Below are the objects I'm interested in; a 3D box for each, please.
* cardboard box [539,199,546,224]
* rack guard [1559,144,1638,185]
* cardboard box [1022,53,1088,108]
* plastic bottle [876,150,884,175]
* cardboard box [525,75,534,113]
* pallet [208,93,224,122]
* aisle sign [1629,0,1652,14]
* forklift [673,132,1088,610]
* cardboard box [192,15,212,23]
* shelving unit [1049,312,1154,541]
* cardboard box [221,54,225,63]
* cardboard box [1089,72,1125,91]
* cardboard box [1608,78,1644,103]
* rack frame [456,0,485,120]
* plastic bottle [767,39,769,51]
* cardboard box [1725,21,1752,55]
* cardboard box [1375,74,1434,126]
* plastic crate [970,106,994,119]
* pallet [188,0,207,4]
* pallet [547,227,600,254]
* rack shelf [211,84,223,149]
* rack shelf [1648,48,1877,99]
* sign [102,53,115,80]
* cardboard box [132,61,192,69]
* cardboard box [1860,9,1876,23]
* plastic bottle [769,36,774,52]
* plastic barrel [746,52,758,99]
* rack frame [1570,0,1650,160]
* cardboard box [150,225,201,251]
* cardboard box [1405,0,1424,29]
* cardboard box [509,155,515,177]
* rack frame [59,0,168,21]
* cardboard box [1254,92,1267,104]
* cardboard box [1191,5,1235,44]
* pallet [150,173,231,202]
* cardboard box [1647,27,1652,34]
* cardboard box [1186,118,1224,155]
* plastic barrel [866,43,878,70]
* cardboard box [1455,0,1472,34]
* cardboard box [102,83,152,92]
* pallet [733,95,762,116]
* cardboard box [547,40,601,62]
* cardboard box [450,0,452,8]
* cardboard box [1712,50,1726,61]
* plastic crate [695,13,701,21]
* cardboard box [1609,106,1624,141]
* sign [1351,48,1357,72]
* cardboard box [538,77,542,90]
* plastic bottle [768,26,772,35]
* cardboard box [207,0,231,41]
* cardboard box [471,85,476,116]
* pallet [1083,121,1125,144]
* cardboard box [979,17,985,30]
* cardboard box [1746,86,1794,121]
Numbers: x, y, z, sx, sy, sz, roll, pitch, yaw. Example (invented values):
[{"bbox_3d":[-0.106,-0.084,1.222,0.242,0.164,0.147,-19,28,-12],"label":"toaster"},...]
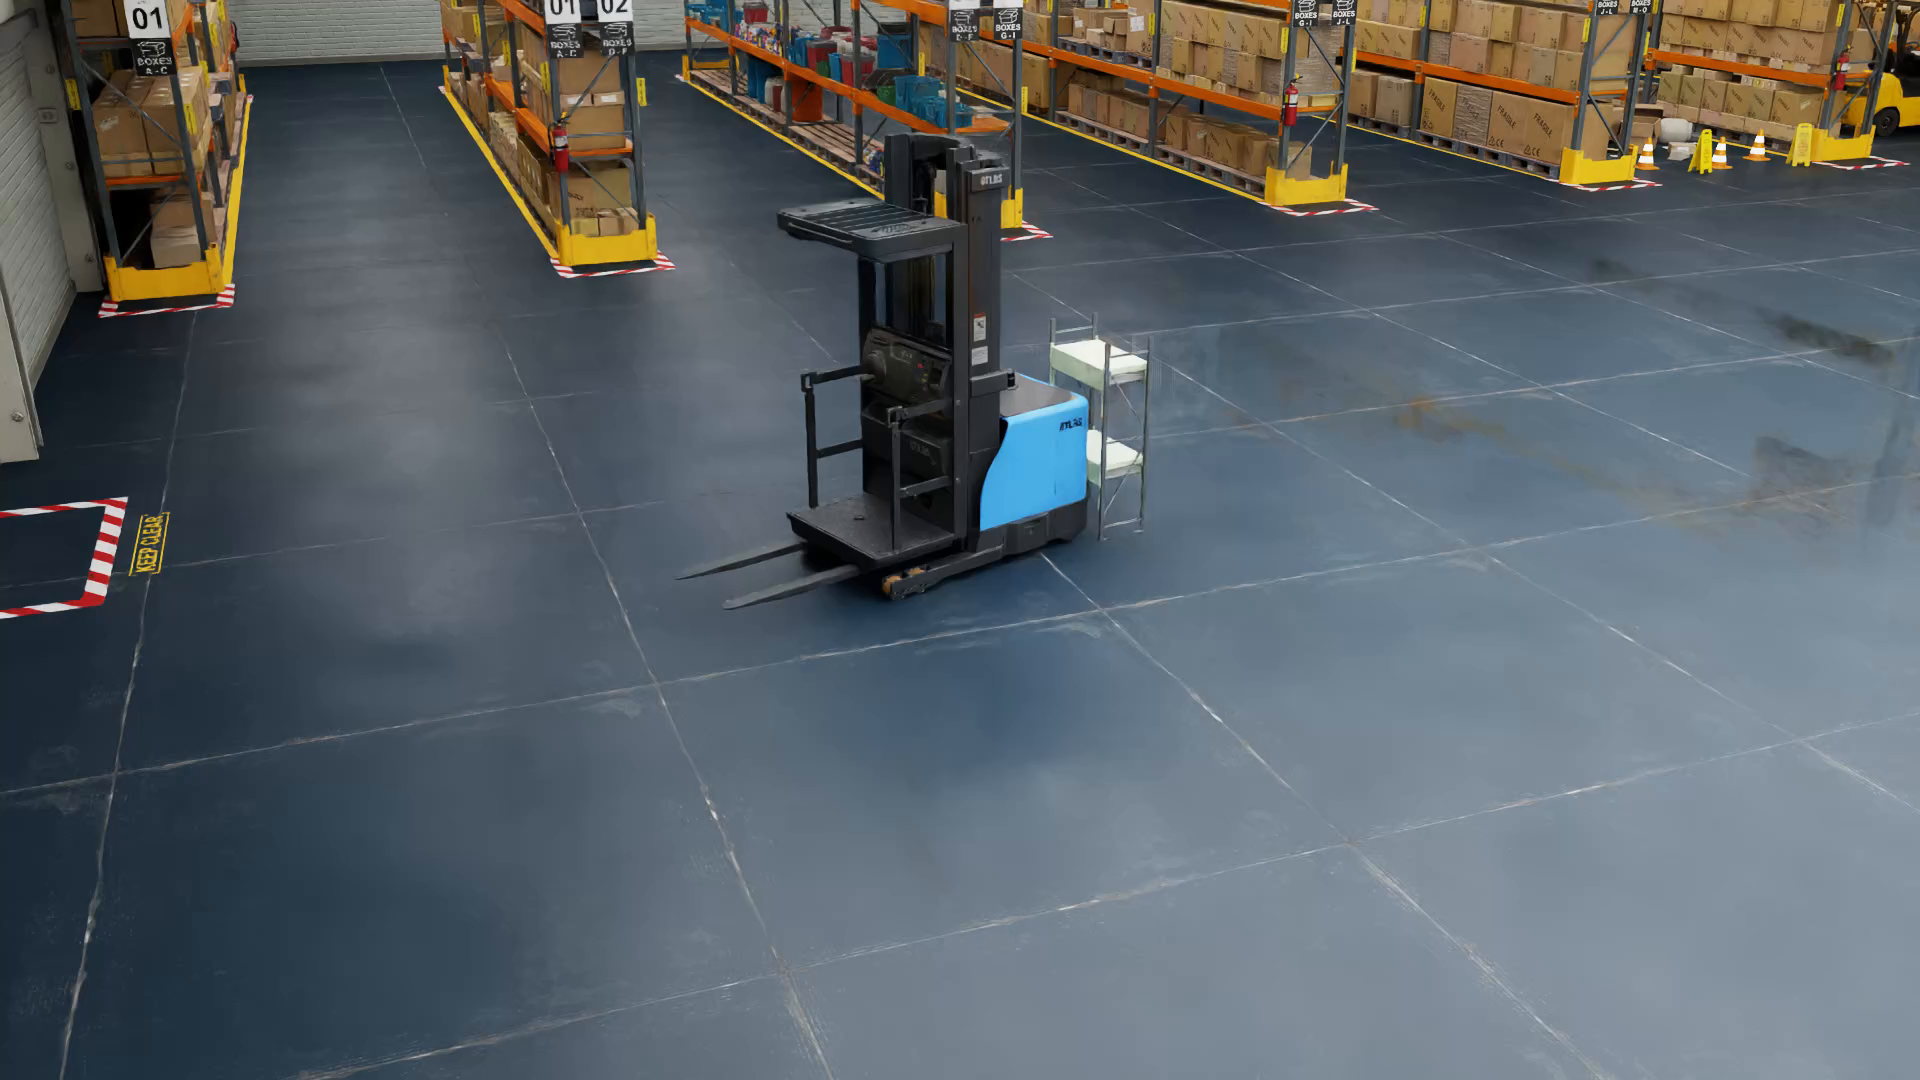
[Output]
[{"bbox_3d":[-5.157,-4.277,21.534,0.500,0.250,0.500,-8,24,-19],"label":"cardboard box"},{"bbox_3d":[9.628,-5.675,25.072,1.175,0.500,0.348,-8,24,-19],"label":"rack guard"},{"bbox_3d":[1.893,-8.567,30.909,1.225,0.875,0.875,-10,25,-21],"label":"cardboard box"},{"bbox_3d":[-1.140,-5.529,24.351,0.144,0.351,0.185,-9,25,-21],"label":"plastic bottle"},{"bbox_3d":[-5.576,-6.174,22.906,0.700,0.500,0.500,-9,24,-20],"label":"cardboard box"},{"bbox_3d":[-10.505,-5.816,22.434,1.003,0.211,1.213,-8,24,-19],"label":"pallet"},{"bbox_3d":[9.925,-8.049,24.139,0.394,0.787,0.004,-8,24,-19],"label":"aisle sign"},{"bbox_3d":[-0.530,-1.170,11.253,3.031,2.935,1.130,-17,28,-35],"label":"forklift"},{"bbox_3d":[-11.894,-7.994,25.851,0.500,0.250,0.500,-9,24,-20],"label":"cardboard box"},{"bbox_3d":[1.021,-0.846,12.326,0.431,1.500,0.755,-12,26,-26],"label":"shelving unit"},{"bbox_3d":[-12.504,-8.046,27.776,0.380,0.149,0.250,-8,24,-19],"label":"cardboard box"},{"bbox_3d":[2.579,-8.065,29.209,0.500,0.250,0.500,-6,23,-13],"label":"cardboard box"},{"bbox_3d":[12.357,-8.439,31.253,0.950,0.372,0.625,-7,24,-16],"label":"cardboard box"},{"bbox_3d":[-8.565,-9.195,30.203,1.000,3.000,0.127,-8,24,-19],"label":"rack frame"},{"bbox_3d":[-3.370,-8.757,29.420,0.097,0.201,0.097,0,23,0],"label":"plastic bottle"},{"bbox_3d":[13.258,-8.446,27.915,0.500,0.500,0.500,-8,24,-18],"label":"cardboard box"},{"bbox_3d":[7.903,-7.660,28.917,1.050,0.750,0.750,-8,24,-19],"label":"cardboard box"},{"bbox_3d":[0.295,-5.760,22.395,0.298,0.136,0.250,-8,24,-19],"label":"plastic crate"},{"bbox_3d":[-10.490,-7.141,21.711,1.213,0.211,1.003,-8,24,-19],"label":"pallet"},{"bbox_3d":[-4.635,-3.822,21.045,1.003,0.211,1.213,-8,24,-19],"label":"pallet"},{"bbox_3d":[-11.078,-6.002,23.554,1.077,0.370,4.000,-8,24,-19],"label":"rack shelf"},{"bbox_3d":[13.508,-7.947,28.170,1.077,0.370,4.000,-8,24,-19],"label":"rack shelf"},{"bbox_3d":[-10.889,-6.063,21.282,0.100,0.325,0.005,-8,24,-19],"label":"sign"},{"bbox_3d":[-10.519,-6.045,22.036,0.700,0.500,0.500,-8,24,-19],"label":"cardboard box"},{"bbox_3d":[17.031,-9.992,31.645,0.500,0.250,0.500,-9,24,-20],"label":"cardboard box"},{"bbox_3d":[-3.301,-8.718,29.239,0.097,0.271,0.097,0,23,0],"label":"plastic bottle"},{"bbox_3d":[-3.753,-8.899,31.664,0.600,0.901,0.708,-8,24,-19],"label":"plastic barrel"},{"bbox_3d":[9.619,-6.836,24.607,1.000,3.000,0.127,-8,24,-19],"label":"rack frame"},{"bbox_3d":[-9.320,-3.588,19.796,0.500,0.311,0.500,-6,24,-15],"label":"cardboard box"},{"bbox_3d":[8.025,-8.976,28.268,0.700,0.500,0.500,-9,24,-20],"label":"cardboard box"},{"bbox_3d":[-6.333,-5.509,24.459,0.500,0.250,0.500,-9,24,-20],"label":"cardboard box"},{"bbox_3d":[-8.958,-6.918,17.077,1.000,3.000,0.127,-8,24,-19],"label":"rack frame"},{"bbox_3d":[4.425,-6.326,23.721,0.380,0.149,0.250,-8,24,-19],"label":"cardboard box"},{"bbox_3d":[3.806,-7.728,24.924,0.500,0.500,0.500,-8,24,-19],"label":"cardboard box"},{"bbox_3d":[-11.083,-5.049,23.956,1.003,0.211,1.213,-8,24,-19],"label":"pallet"},{"bbox_3d":[12.361,-9.232,30.075,0.380,0.149,0.250,-8,24,-18],"label":"cardboard box"},{"bbox_3d":[3.844,-6.329,26.083,0.500,0.500,0.500,-1,23,-2],"label":"cardboard box"},{"bbox_3d":[-1.236,-7.406,25.785,0.433,0.535,0.433,0,23,0],"label":"plastic barrel"},{"bbox_3d":[8.608,-8.534,27.051,0.875,0.550,0.550,-8,24,-19],"label":"cardboard box"},{"bbox_3d":[-9.857,-5.136,19.775,0.500,0.500,0.500,-8,24,-18],"label":"cardboard box"},{"bbox_3d":[-3.696,-8.302,31.675,1.003,0.211,1.213,-8,24,-19],"label":"pallet"},{"bbox_3d":[-4.688,-5.859,20.491,0.700,0.500,0.500,-9,24,-20],"label":"cardboard box"},{"bbox_3d":[-9.169,-10.035,30.782,0.500,0.500,0.500,-9,24,-20],"label":"cardboard box"},{"bbox_3d":[13.056,-8.265,28.321,0.380,0.149,0.250,-8,24,-19],"label":"cardboard box"},{"bbox_3d":[-5.288,-10.723,34.092,0.250,0.136,0.298,-8,24,-19],"label":"plastic crate"},{"bbox_3d":[10.887,-7.094,28.258,0.797,0.637,0.503,-8,24,-19],"label":"cardboard box"},{"bbox_3d":[5.451,-6.666,23.088,0.100,0.325,0.005,-8,24,-19],"label":"sign"},{"bbox_3d":[-5.189,-5.855,21.316,0.380,0.149,0.250,-9,24,-20],"label":"cardboard box"},{"bbox_3d":[-3.598,-9.659,31.560,0.097,0.201,0.097,0,23,0],"label":"plastic bottle"},{"bbox_3d":[-14.154,-9.658,30.917,0.980,0.700,0.700,-9,24,-19],"label":"cardboard box"},{"bbox_3d":[-8.423,-7.844,29.650,0.500,0.500,0.500,-8,24,-18],"label":"cardboard box"},{"bbox_3d":[2.819,-7.087,28.794,1.003,0.211,1.213,-8,24,-19],"label":"pallet"},{"bbox_3d":[0.633,-10.397,32.927,0.500,0.500,0.500,-8,24,-19],"label":"cardboard box"},{"bbox_3d":[13.500,-7.268,27.667,0.500,0.500,0.500,-7,24,-17],"label":"cardboard box"}]
